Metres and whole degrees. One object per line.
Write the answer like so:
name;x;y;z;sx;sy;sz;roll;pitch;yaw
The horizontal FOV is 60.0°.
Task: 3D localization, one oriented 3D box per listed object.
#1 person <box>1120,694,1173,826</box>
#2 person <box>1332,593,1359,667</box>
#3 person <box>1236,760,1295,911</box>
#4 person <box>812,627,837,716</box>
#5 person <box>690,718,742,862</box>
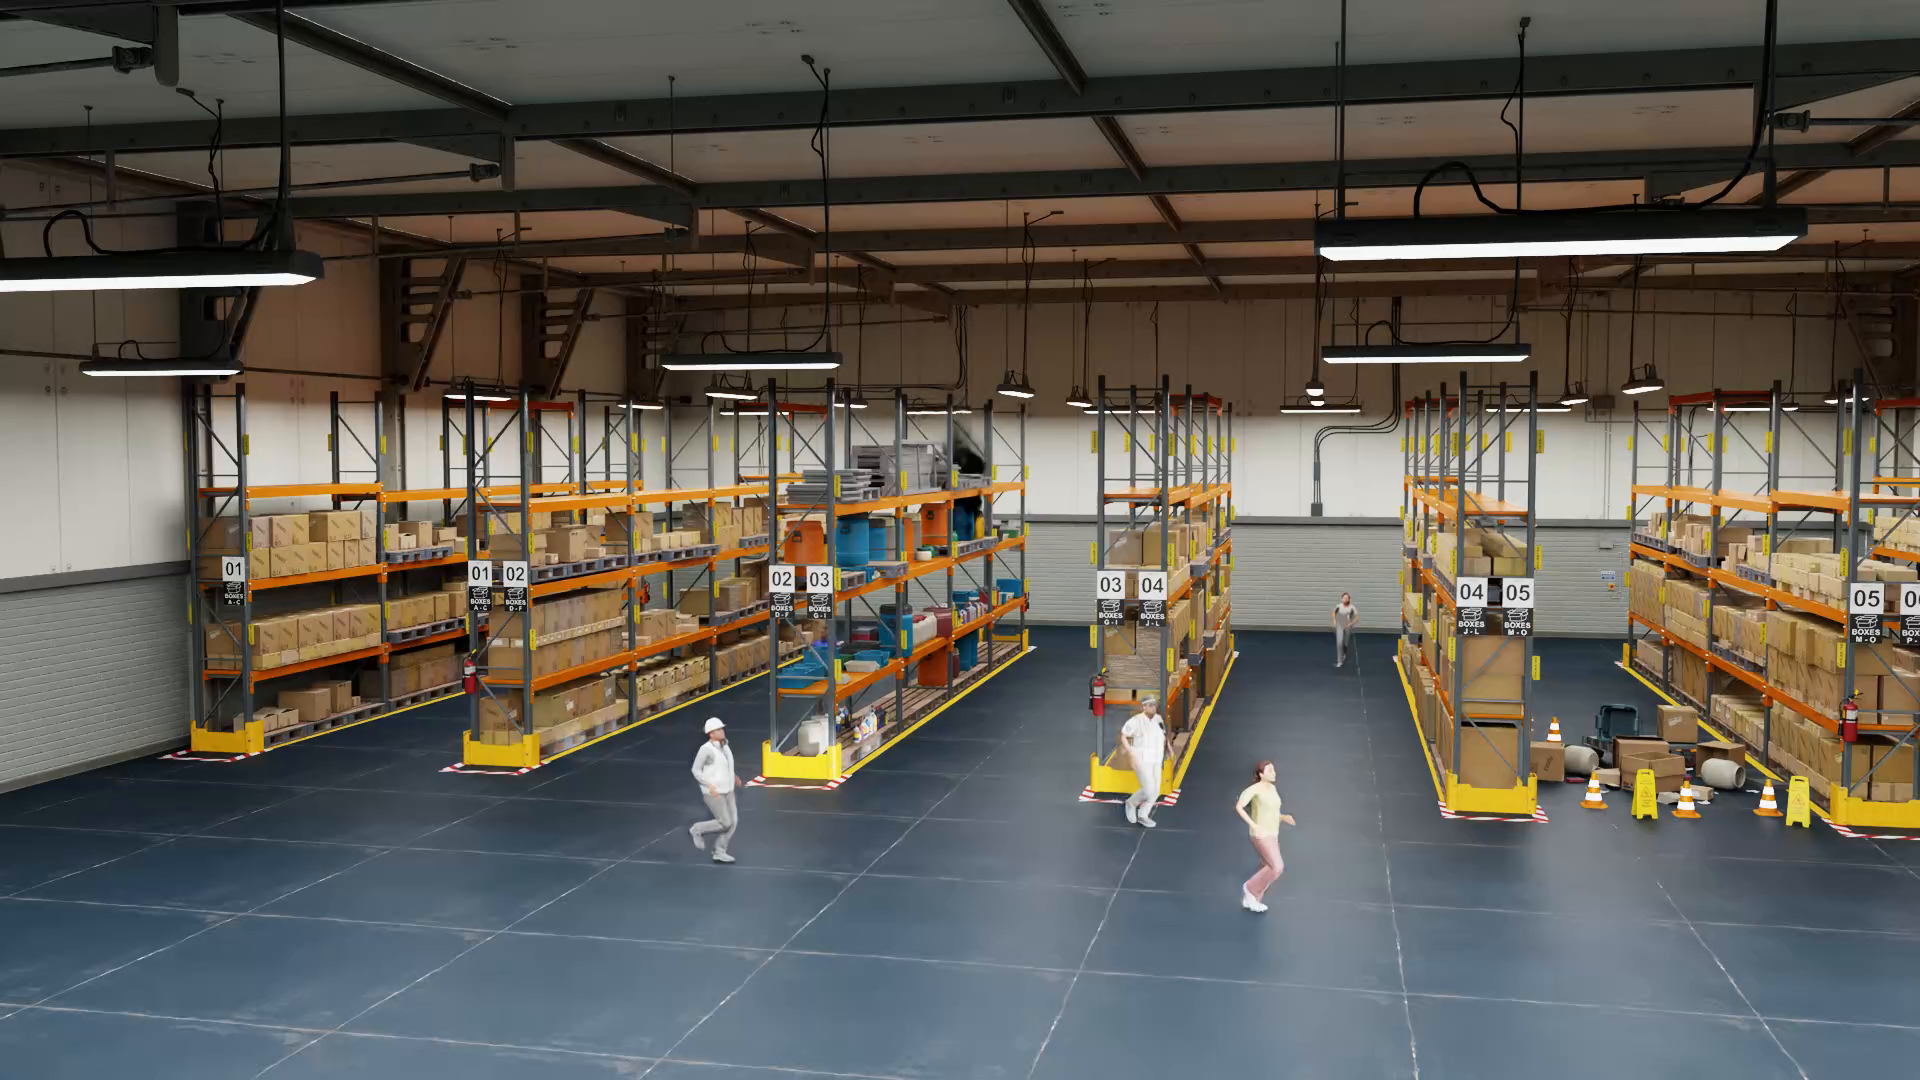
person;2.486;2.882;21.824;0.675;1.748;0.593;-2;4;-36
person;8.772;2.031;37.868;0.594;1.671;0.855;1;3;19
person;3.273;3.159;17.752;0.556;1.628;0.555;3;4;42
person;-2.532;2.427;30.843;0.588;1.611;0.791;1;3;9
person;-2.938;3.001;20.001;0.586;1.729;0.659;2;4;27
